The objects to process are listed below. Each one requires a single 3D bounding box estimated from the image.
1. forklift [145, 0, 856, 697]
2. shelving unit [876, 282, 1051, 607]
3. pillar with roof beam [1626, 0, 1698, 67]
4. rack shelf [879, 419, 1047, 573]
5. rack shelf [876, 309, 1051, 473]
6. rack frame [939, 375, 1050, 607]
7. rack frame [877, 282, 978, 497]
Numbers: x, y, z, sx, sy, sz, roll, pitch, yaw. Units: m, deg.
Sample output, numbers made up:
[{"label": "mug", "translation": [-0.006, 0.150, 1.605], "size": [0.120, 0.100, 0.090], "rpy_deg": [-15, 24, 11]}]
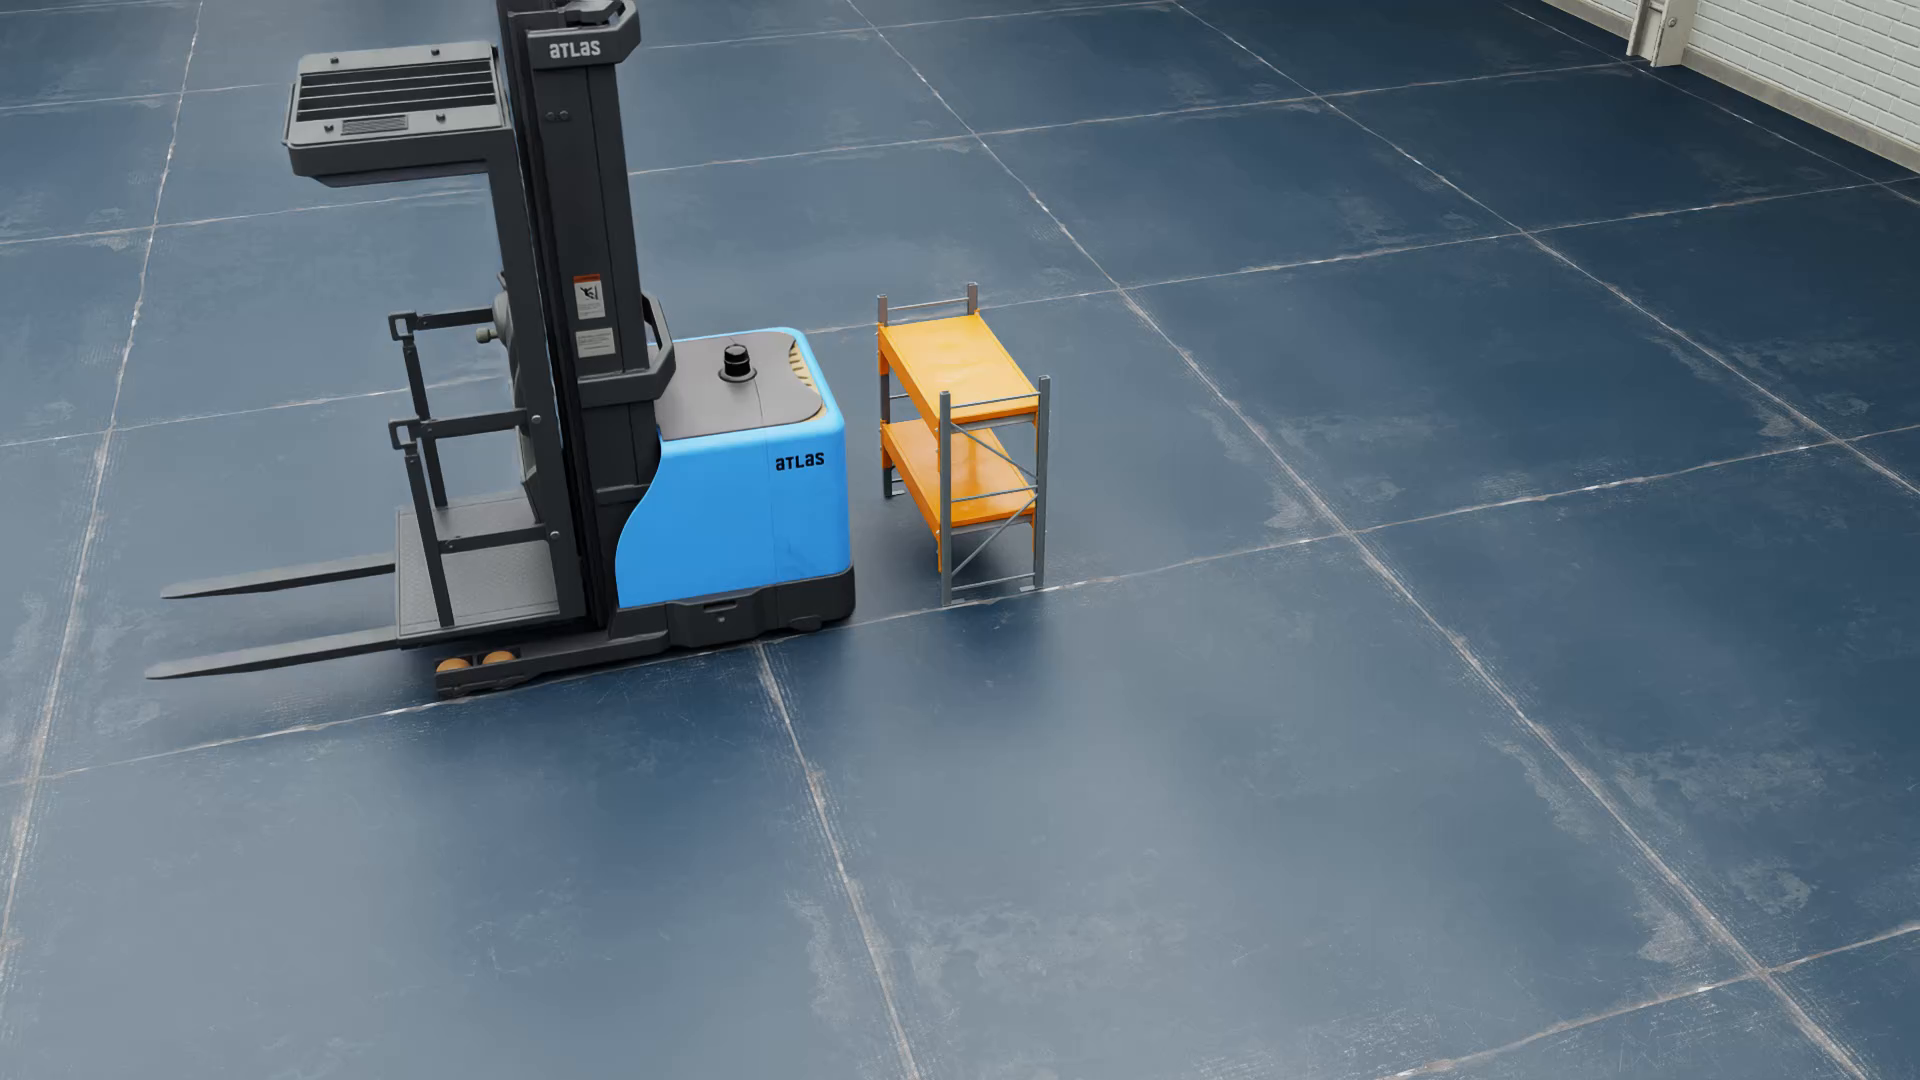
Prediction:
[{"label": "forklift", "translation": [-2.057, -0.867, 6.903], "size": [3.031, 2.935, 1.130], "rpy_deg": [-9, 35, -13]}, {"label": "shelving unit", "translation": [-0.002, -0.473, 7.945], "size": [0.538, 1.125, 1.048], "rpy_deg": [-10, 35, -15]}, {"label": "pillar with roof beam", "translation": [2.031, -7.279, 11.103], "size": [9.100, 9.000, 0.400], "rpy_deg": [-10, 35, -15]}, {"label": "rack shelf", "translation": [-0.002, -0.269, 8.080], "size": [0.538, 0.278, 1.000], "rpy_deg": [-10, 35, -15]}, {"label": "rack shelf", "translation": [-0.002, -0.717, 7.784], "size": [0.538, 0.278, 1.000], "rpy_deg": [-10, 35, -15]}, {"label": "rack frame", "translation": [0.153, -0.206, 7.541], "size": [0.500, 1.125, 0.032], "rpy_deg": [-10, 35, -15]}, {"label": "rack frame", "translation": [-0.157, -0.740, 8.349], "size": [0.500, 1.125, 0.032], "rpy_deg": [-10, 35, -15]}]
